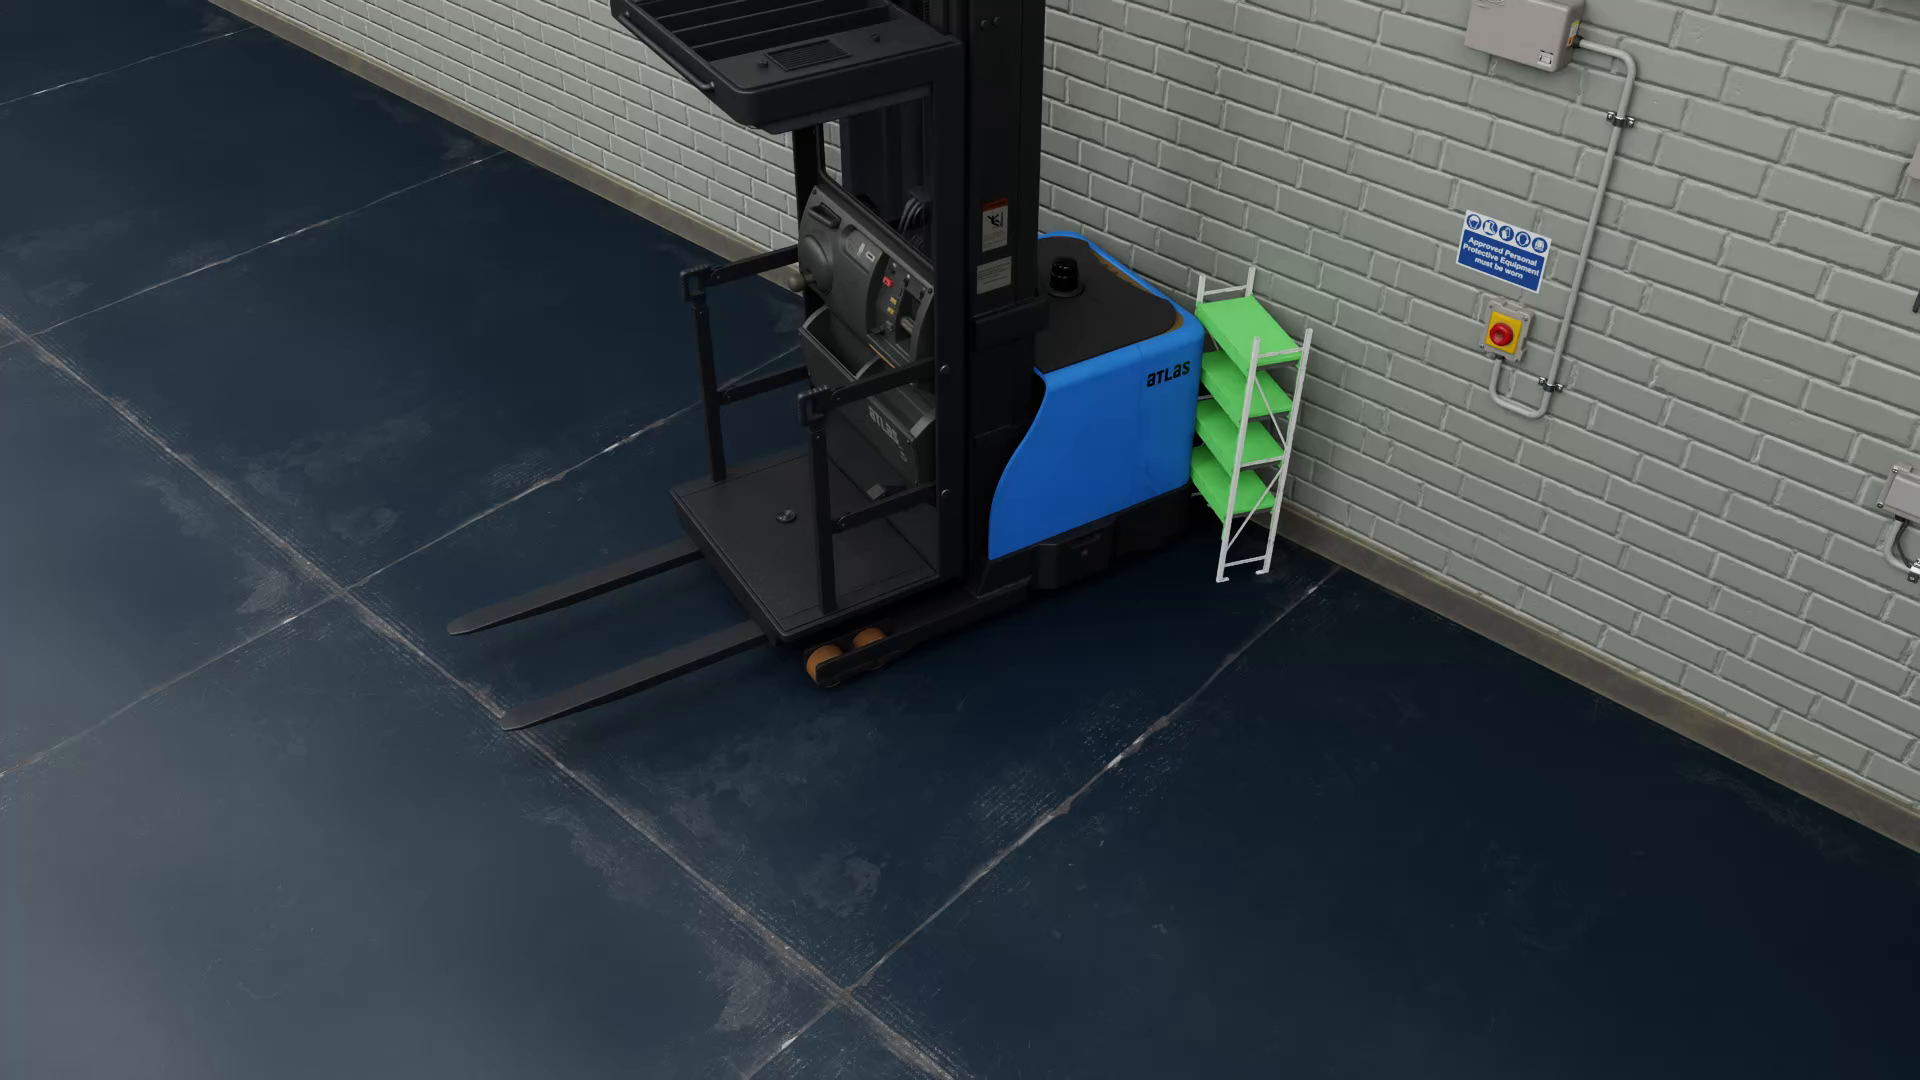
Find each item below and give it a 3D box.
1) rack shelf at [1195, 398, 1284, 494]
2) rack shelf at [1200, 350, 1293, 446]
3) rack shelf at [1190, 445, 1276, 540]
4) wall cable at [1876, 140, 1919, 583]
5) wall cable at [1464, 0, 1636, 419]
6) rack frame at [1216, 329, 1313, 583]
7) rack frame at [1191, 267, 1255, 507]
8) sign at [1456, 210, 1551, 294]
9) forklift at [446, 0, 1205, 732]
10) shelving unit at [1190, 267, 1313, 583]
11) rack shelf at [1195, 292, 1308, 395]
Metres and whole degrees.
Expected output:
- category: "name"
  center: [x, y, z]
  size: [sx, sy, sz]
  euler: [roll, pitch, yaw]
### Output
- category: "rack shelf"
  center: [1.134, -0.410, 6.897]
  size: [0.258, 0.148, 0.480]
  euler: [-11, 40, -15]
- category: "rack shelf"
  center: [1.139, -0.597, 6.746]
  size: [0.258, 0.148, 0.480]
  euler: [-11, 40, -15]
- category: "rack shelf"
  center: [1.128, -0.223, 7.047]
  size: [0.258, 0.148, 0.480]
  euler: [-11, 40, -15]
- category: "wall cable"
  center: [2.978, -0.679, 4.878]
  size: [0.588, 1.984, 0.122]
  euler: [30, 47, 32]
- category: "wall cable"
  center: [1.923, -1.282, 5.610]
  size: [0.585, 1.953, 0.123]
  euler: [30, 47, 32]
- category: "rack frame"
  center: [1.212, -0.313, 6.677]
  size: [0.240, 1.200, 0.015]
  euler: [-11, 40, -15]
- category: "rack frame"
  center: [1.058, -0.606, 7.036]
  size: [0.240, 1.200, 0.015]
  euler: [-11, 40, -15]
- category: "sign"
  center: [1.929, -1.026, 5.913]
  size: [0.327, 0.218, 0.001]
  euler: [30, 47, 32]
- category: "forklift"
  center: [-0.533, -0.946, 6.085]
  size: [3.031, 2.935, 1.130]
  euler: [-21, 43, -24]
- category: "shelving unit"
  center: [1.135, -0.459, 6.857]
  size: [0.258, 1.200, 0.503]
  euler: [-11, 40, -15]
- category: "rack shelf"
  center: [1.145, -0.784, 6.596]
  size: [0.258, 0.148, 0.480]
  euler: [-11, 40, -15]
